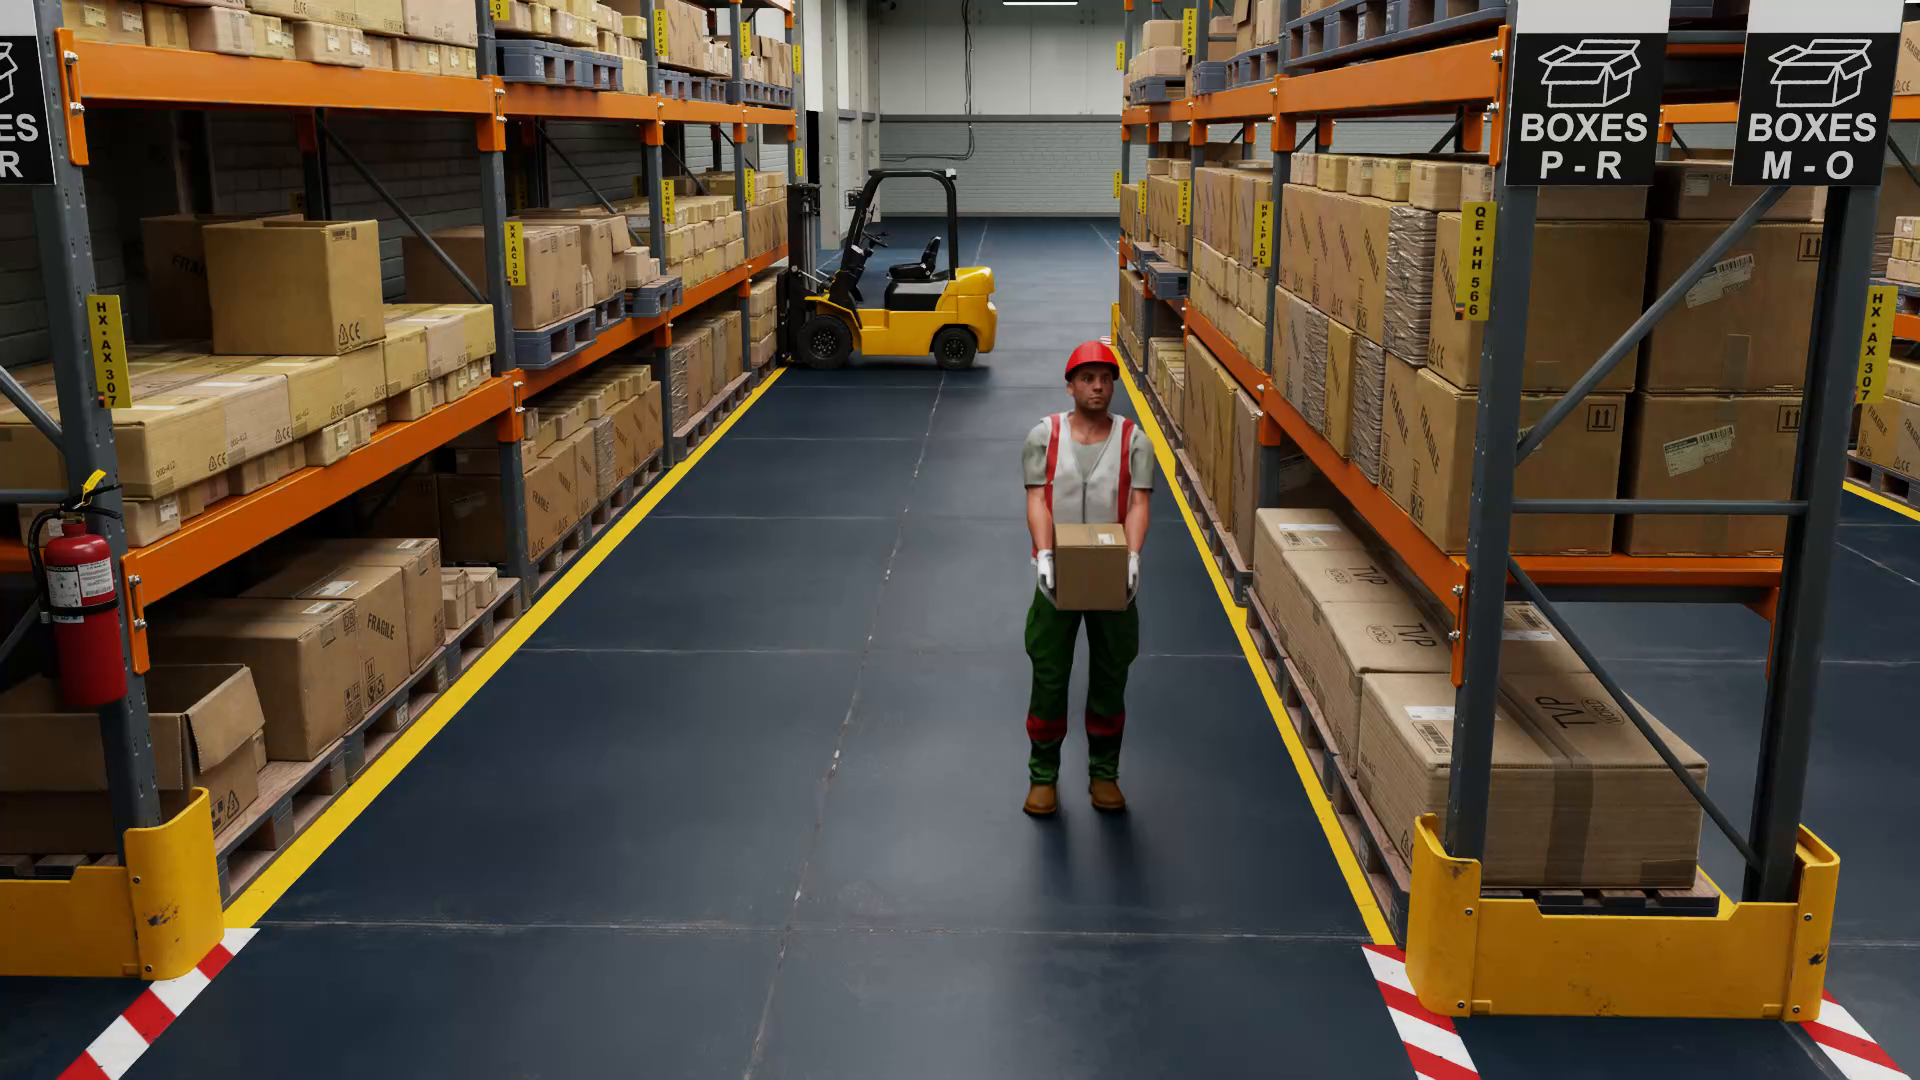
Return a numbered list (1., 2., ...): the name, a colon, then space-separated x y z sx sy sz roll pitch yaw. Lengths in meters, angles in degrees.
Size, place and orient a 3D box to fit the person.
1. person: 0.484 0.161 6.281 0.508 1.793 0.552 0 14 1
